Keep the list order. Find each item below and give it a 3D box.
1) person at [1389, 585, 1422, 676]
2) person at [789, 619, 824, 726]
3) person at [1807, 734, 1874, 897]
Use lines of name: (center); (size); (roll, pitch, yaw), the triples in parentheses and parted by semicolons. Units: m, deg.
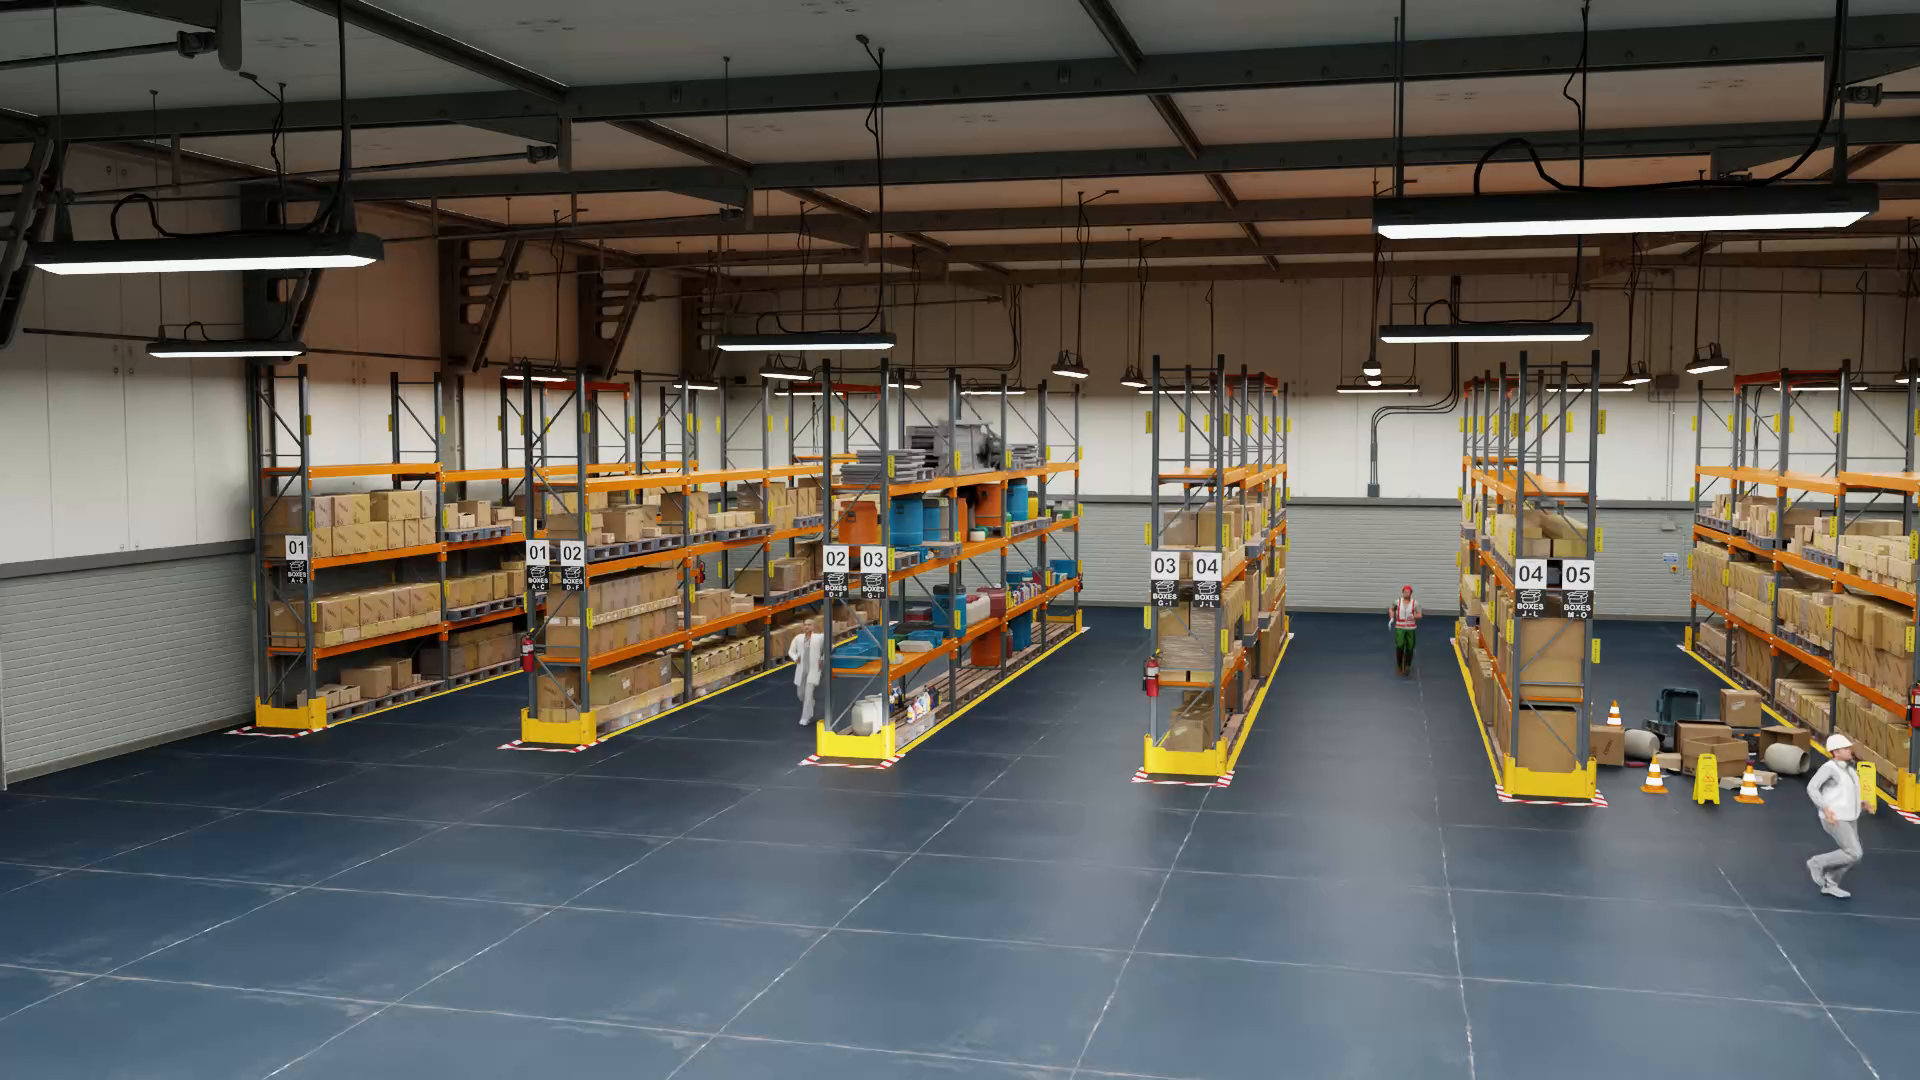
person: (8.925, 1.812, 33.321); (0.645, 1.818, 0.741); (1, 4, 13)
person: (-2.536, 2.199, 27.973); (0.714, 1.748, 0.843); (1, 4, 12)
person: (9.336, 2.928, 17.606); (0.657, 1.728, 0.574); (-3, 5, -37)
